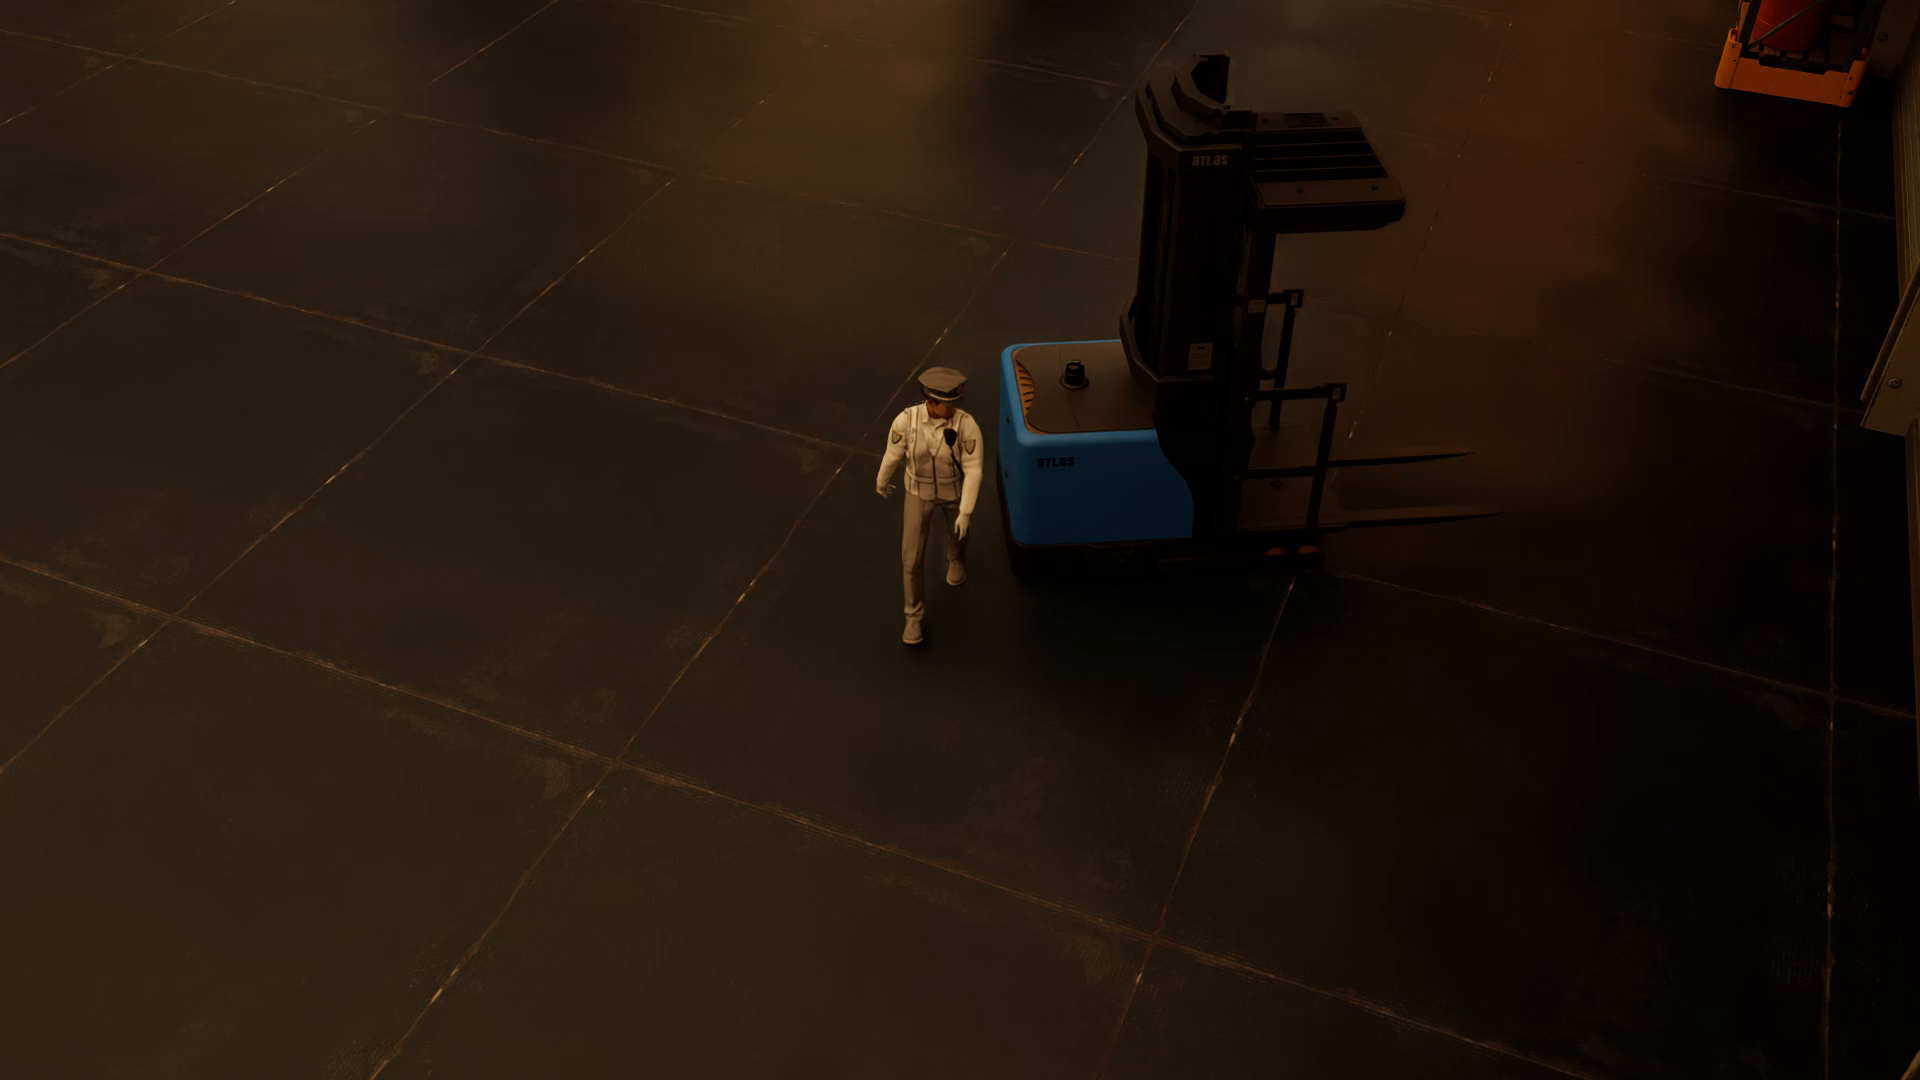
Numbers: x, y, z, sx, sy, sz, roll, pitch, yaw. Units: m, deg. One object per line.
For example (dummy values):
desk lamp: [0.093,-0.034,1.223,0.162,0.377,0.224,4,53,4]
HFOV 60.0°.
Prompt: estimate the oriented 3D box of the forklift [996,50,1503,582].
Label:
forklift: [1.777,-1.255,9.505,3.031,2.935,1.130,-3,40,-4]

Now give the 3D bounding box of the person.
person: [-0.173,-0.227,9.318,0.605,1.602,0.893,0,40,0]
